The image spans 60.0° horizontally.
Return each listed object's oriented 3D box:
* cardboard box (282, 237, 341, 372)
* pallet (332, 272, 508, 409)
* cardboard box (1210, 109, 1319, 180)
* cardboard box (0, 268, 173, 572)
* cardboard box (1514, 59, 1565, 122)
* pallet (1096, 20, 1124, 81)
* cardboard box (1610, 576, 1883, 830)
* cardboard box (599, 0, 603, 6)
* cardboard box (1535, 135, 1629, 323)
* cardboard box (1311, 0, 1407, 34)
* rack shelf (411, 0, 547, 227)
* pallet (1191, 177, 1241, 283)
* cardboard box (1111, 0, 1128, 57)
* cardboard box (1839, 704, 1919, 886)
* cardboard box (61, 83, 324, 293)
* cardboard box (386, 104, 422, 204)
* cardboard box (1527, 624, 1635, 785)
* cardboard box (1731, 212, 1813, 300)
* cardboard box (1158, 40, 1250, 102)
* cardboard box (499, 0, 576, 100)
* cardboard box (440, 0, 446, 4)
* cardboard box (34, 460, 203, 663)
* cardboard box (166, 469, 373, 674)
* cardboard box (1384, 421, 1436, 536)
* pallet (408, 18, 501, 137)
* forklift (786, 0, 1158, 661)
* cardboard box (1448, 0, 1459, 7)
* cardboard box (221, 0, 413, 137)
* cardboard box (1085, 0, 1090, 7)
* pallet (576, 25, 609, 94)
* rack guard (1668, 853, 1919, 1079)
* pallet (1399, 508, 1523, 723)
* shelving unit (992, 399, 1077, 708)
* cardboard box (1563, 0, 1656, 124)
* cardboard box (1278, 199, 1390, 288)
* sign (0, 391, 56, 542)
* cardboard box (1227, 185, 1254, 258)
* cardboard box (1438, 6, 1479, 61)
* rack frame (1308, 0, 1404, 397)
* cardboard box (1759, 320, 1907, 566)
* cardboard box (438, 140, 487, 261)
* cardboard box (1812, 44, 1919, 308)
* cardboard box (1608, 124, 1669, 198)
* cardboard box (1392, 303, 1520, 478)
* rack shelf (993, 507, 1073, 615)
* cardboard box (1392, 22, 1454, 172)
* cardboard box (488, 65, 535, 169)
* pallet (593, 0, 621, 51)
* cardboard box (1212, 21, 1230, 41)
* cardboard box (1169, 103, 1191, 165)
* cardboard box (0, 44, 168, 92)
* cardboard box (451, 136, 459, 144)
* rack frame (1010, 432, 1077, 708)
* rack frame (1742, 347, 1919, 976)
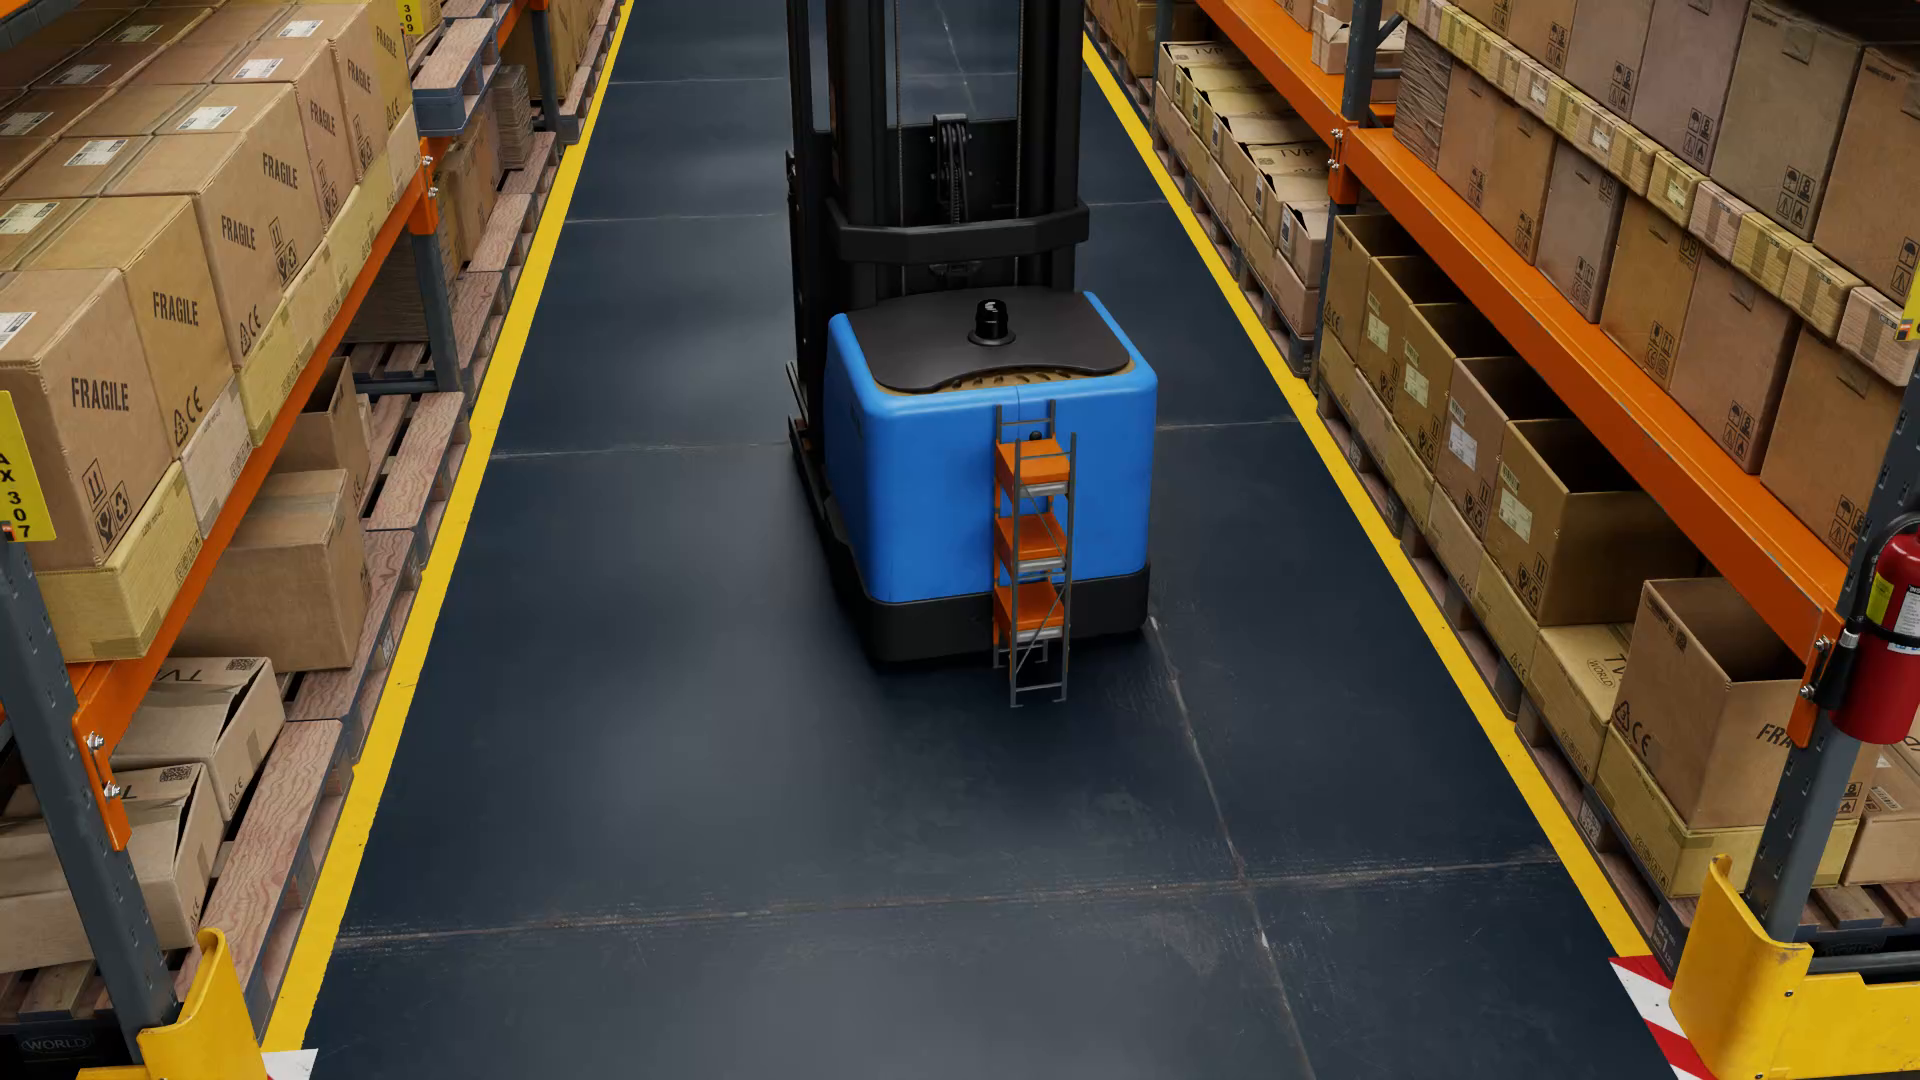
[{"bbox_3d":[-2.262,-0.732,5.177,0.500,0.250,0.500,-2,31,-4],"label":"cardboard box"},{"bbox_3d":[-2.831,-0.983,8.190,1.003,0.211,1.213,-3,31,-5],"label":"pallet"},{"bbox_3d":[1.709,-2.233,9.288,0.500,0.311,0.500,-3,31,-5],"label":"cardboard box"},{"bbox_3d":[-2.128,-0.265,3.664,0.500,0.500,0.500,-3,31,-5],"label":"cardboard box"},{"bbox_3d":[2.132,-1.539,5.672,0.380,0.149,0.250,-4,31,-6],"label":"cardboard box"},{"bbox_3d":[1.658,-3.872,13.026,1.003,0.211,1.213,-3,31,-5],"label":"pallet"},{"bbox_3d":[2.202,0.439,4.631,0.500,0.500,0.500,-3,31,-5],"label":"cardboard box"},{"bbox_3d":[-3.314,-4.799,13.546,0.750,0.750,0.750,-2,31,-4],"label":"cardboard box"},{"bbox_3d":[2.371,-1.052,5.489,0.700,0.500,0.500,-2,31,-3],"label":"cardboard box"},{"bbox_3d":[2.070,-2.727,8.293,0.500,0.500,0.500,-1,31,-1],"label":"cardboard box"},{"bbox_3d":[-2.943,-2.495,8.704,1.077,0.370,4.000,-3,31,-5],"label":"rack shelf"},{"bbox_3d":[1.950,-1.824,9.597,1.003,0.211,1.213,-3,31,-5],"label":"pallet"},{"bbox_3d":[1.432,-3.911,12.380,0.500,0.500,0.500,-4,31,-6],"label":"cardboard box"},{"bbox_3d":[2.720,0.736,4.865,0.500,0.250,0.500,-3,31,-5],"label":"cardboard box"},{"bbox_3d":[-2.267,-1.045,4.970,0.500,0.500,0.500,-2,31,-3],"label":"cardboard box"},{"bbox_3d":[-2.411,-1.500,6.463,0.500,0.250,0.500,-3,31,-4],"label":"cardboard box"},{"bbox_3d":[2.146,0.506,5.250,0.500,0.250,0.500,-3,31,-5],"label":"cardboard box"},{"bbox_3d":[2.274,-0.751,4.353,0.380,0.149,0.250,-3,31,-5],"label":"cardboard box"},{"bbox_3d":[1.558,-3.023,10.612,0.500,0.311,0.500,-2,31,-3],"label":"cardboard box"},{"bbox_3d":[-3.068,-3.464,11.311,0.750,0.750,0.750,-3,31,-5],"label":"cardboard box"},{"bbox_3d":[-2.908,-2.896,8.148,0.700,0.500,0.500,1,31,2],"label":"cardboard box"},{"bbox_3d":[-2.112,0.051,3.867,0.500,0.250,0.500,-4,31,-6],"label":"cardboard box"},{"bbox_3d":[-2.430,0.118,5.636,0.700,0.500,0.500,-5,31,-8],"label":"cardboard box"},{"bbox_3d":[2.000,-0.260,6.531,0.500,0.250,0.500,-3,31,-5],"label":"cardboard box"},{"bbox_3d":[-2.683,-2.098,7.524,1.003,0.211,1.213,-3,31,-5],"label":"pallet"},{"bbox_3d":[-0.140,-1.572,6.523,1.130,2.935,3.031,-7,32,-11],"label":"forklift"},{"bbox_3d":[2.223,-2.396,6.473,0.700,0.500,0.500,-3,31,-4],"label":"cardboard box"},{"bbox_3d":[-2.405,-1.822,6.271,0.500,0.500,0.500,-3,31,-5],"label":"cardboard box"},{"bbox_3d":[1.291,-4.692,13.688,0.500,0.500,0.500,-2,31,-4],"label":"cardboard box"},{"bbox_3d":[-3.240,-3.656,12.664,1.003,0.211,1.213,-3,31,-5],"label":"pallet"},{"bbox_3d":[2.551,1.105,4.412,1.175,0.500,0.348,-3,31,-5],"label":"rack guard"},{"bbox_3d":[2.325,0.207,6.197,1.003,0.211,1.213,-3,31,-5],"label":"pallet"},{"bbox_3d":[0.245,0.060,5.626,0.215,1.050,0.252,-7,32,-11],"label":"shelving unit"},{"bbox_3d":[2.364,-1.627,5.186,0.700,0.500,0.500,-3,31,-5],"label":"cardboard box"},{"bbox_3d":[1.852,-1.456,7.987,0.500,0.311,0.500,-3,31,-5],"label":"cardboard box"},{"bbox_3d":[-1.843,-0.138,3.212,0.100,0.325,0.005,-3,31,-5],"label":"sign"},{"bbox_3d":[1.754,-1.739,9.009,0.500,0.250,0.500,-2,31,-3],"label":"cardboard box"},{"bbox_3d":[2.057,-1.937,6.338,0.380,0.149,0.250,-4,31,-6],"label":"cardboard box"},{"bbox_3d":[2.175,-2.022,7.210,1.000,3.000,0.127,-3,31,-5],"label":"rack frame"},{"bbox_3d":[2.518,-0.262,4.166,0.700,0.500,0.500,-3,31,-5],"label":"cardboard box"},{"bbox_3d":[-2.948,-1.797,8.843,0.700,0.500,0.500,-2,31,-4],"label":"cardboard box"},{"bbox_3d":[2.513,-0.846,3.878,0.700,0.500,0.500,-3,31,-4],"label":"cardboard box"},{"bbox_3d":[2.201,-1.148,5.017,0.380,0.149,0.250,-2,31,-3],"label":"cardboard box"},{"bbox_3d":[2.000,-0.582,6.339,0.500,0.500,0.500,-3,31,-5],"label":"cardboard box"},{"bbox_3d":[0.245,0.069,5.632,0.215,0.259,0.240,-7,32,-11],"label":"rack shelf"},{"bbox_3d":[2.223,-1.839,6.806,0.700,0.500,0.500,-4,31,-6],"label":"cardboard box"},{"bbox_3d":[-3.011,-2.576,10.146,0.700,0.500,0.500,-2,31,-4],"label":"cardboard box"},{"bbox_3d":[-3.357,-4.280,13.709,1.003,0.211,1.213,-3,31,-5],"label":"pallet"},{"bbox_3d":[2.043,-3.426,11.569,0.500,0.500,0.500,-1,31,-2],"label":"cardboard box"},{"bbox_3d":[1.606,-2.526,10.326,0.500,0.250,0.500,-4,31,-6],"label":"cardboard box"},{"bbox_3d":[-2.835,-1.280,5.363,0.500,0.500,0.500,-2,31,-3],"label":"cardboard box"},{"bbox_3d":[-2.967,-2.341,9.022,0.500,0.250,0.500,-3,31,-5],"label":"cardboard box"},{"bbox_3d":[0.272,0.121,5.524,0.200,1.050,0.008,-7,32,-11],"label":"rack frame"},{"bbox_3d":[2.549,0.020,3.791,1.000,3.000,0.127,-3,31,-5],"label":"rack frame"}]
